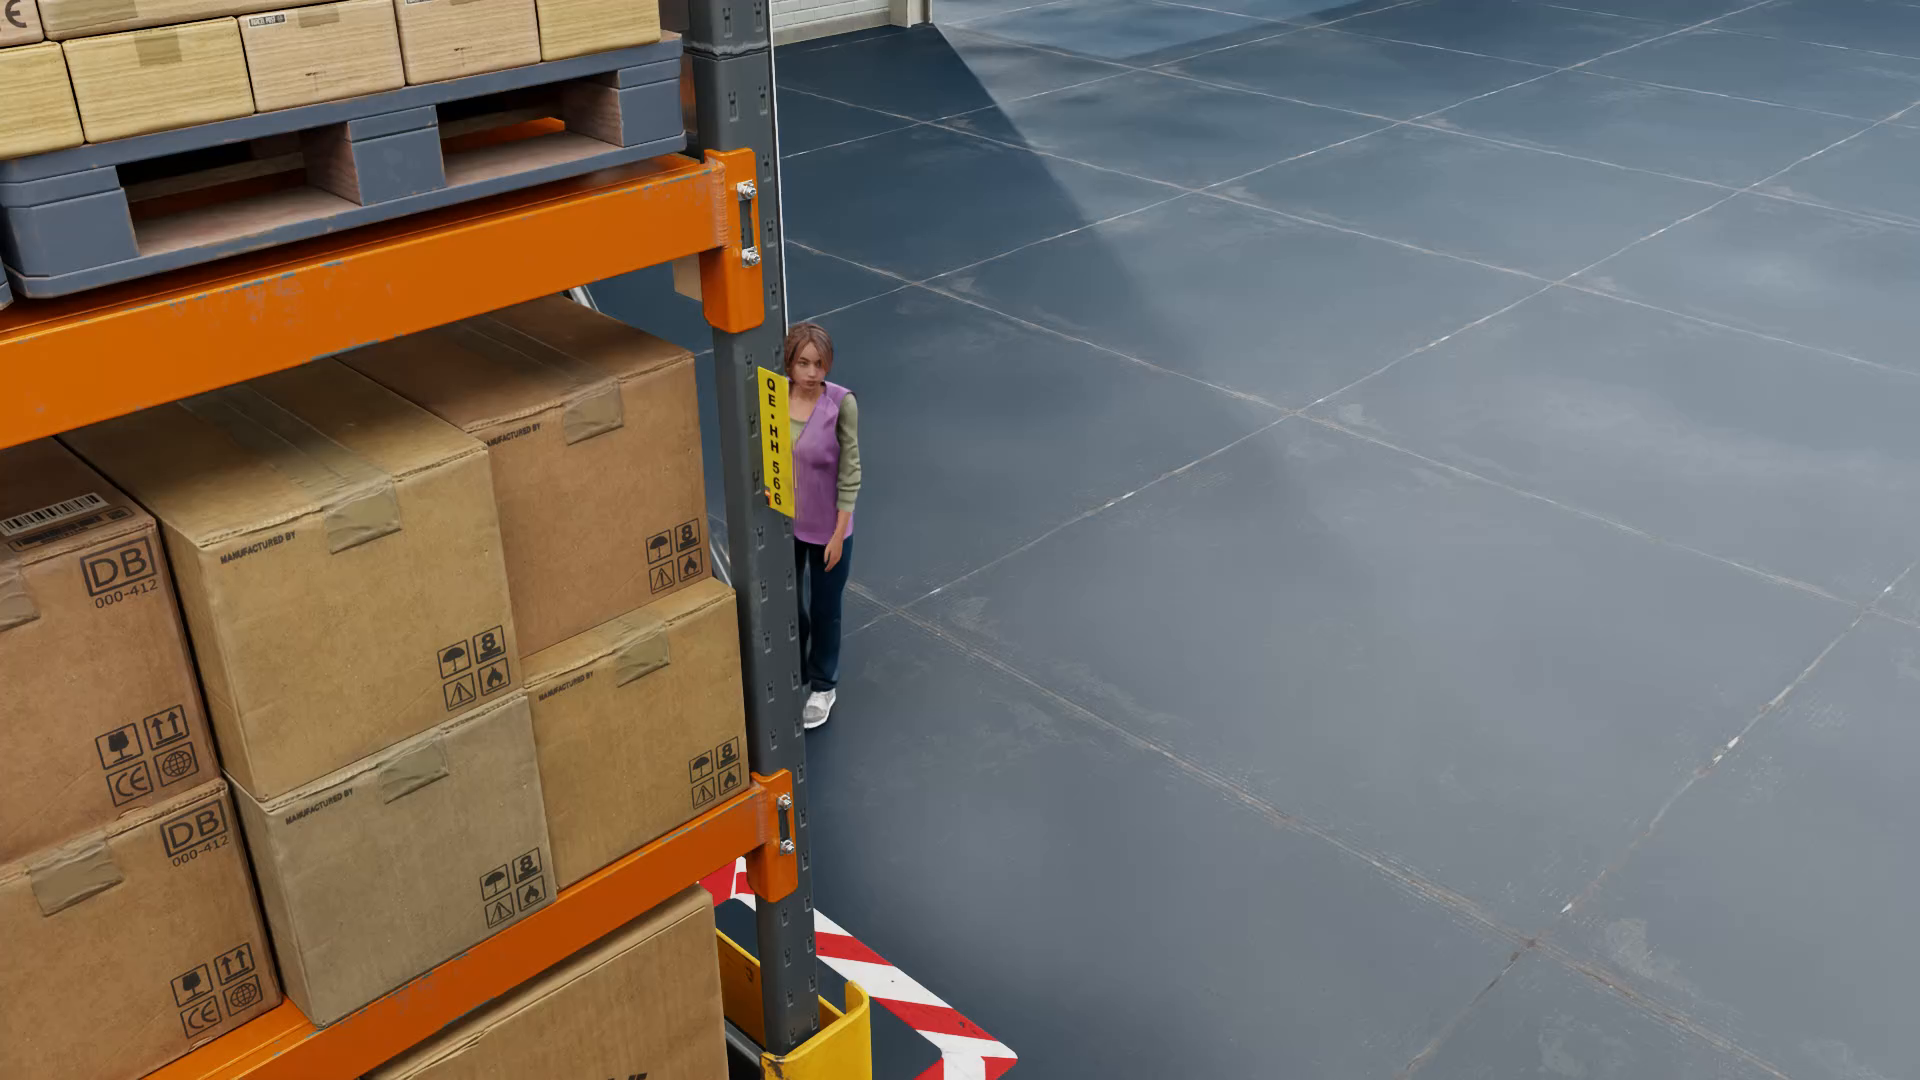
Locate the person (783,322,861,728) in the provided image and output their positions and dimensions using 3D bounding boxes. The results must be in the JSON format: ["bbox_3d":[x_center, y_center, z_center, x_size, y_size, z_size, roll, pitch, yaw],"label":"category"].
[{"bbox_3d":[-0.604,-0.028,6.159,0.499,1.605,0.359,9,29,16],"label":"person"}]
